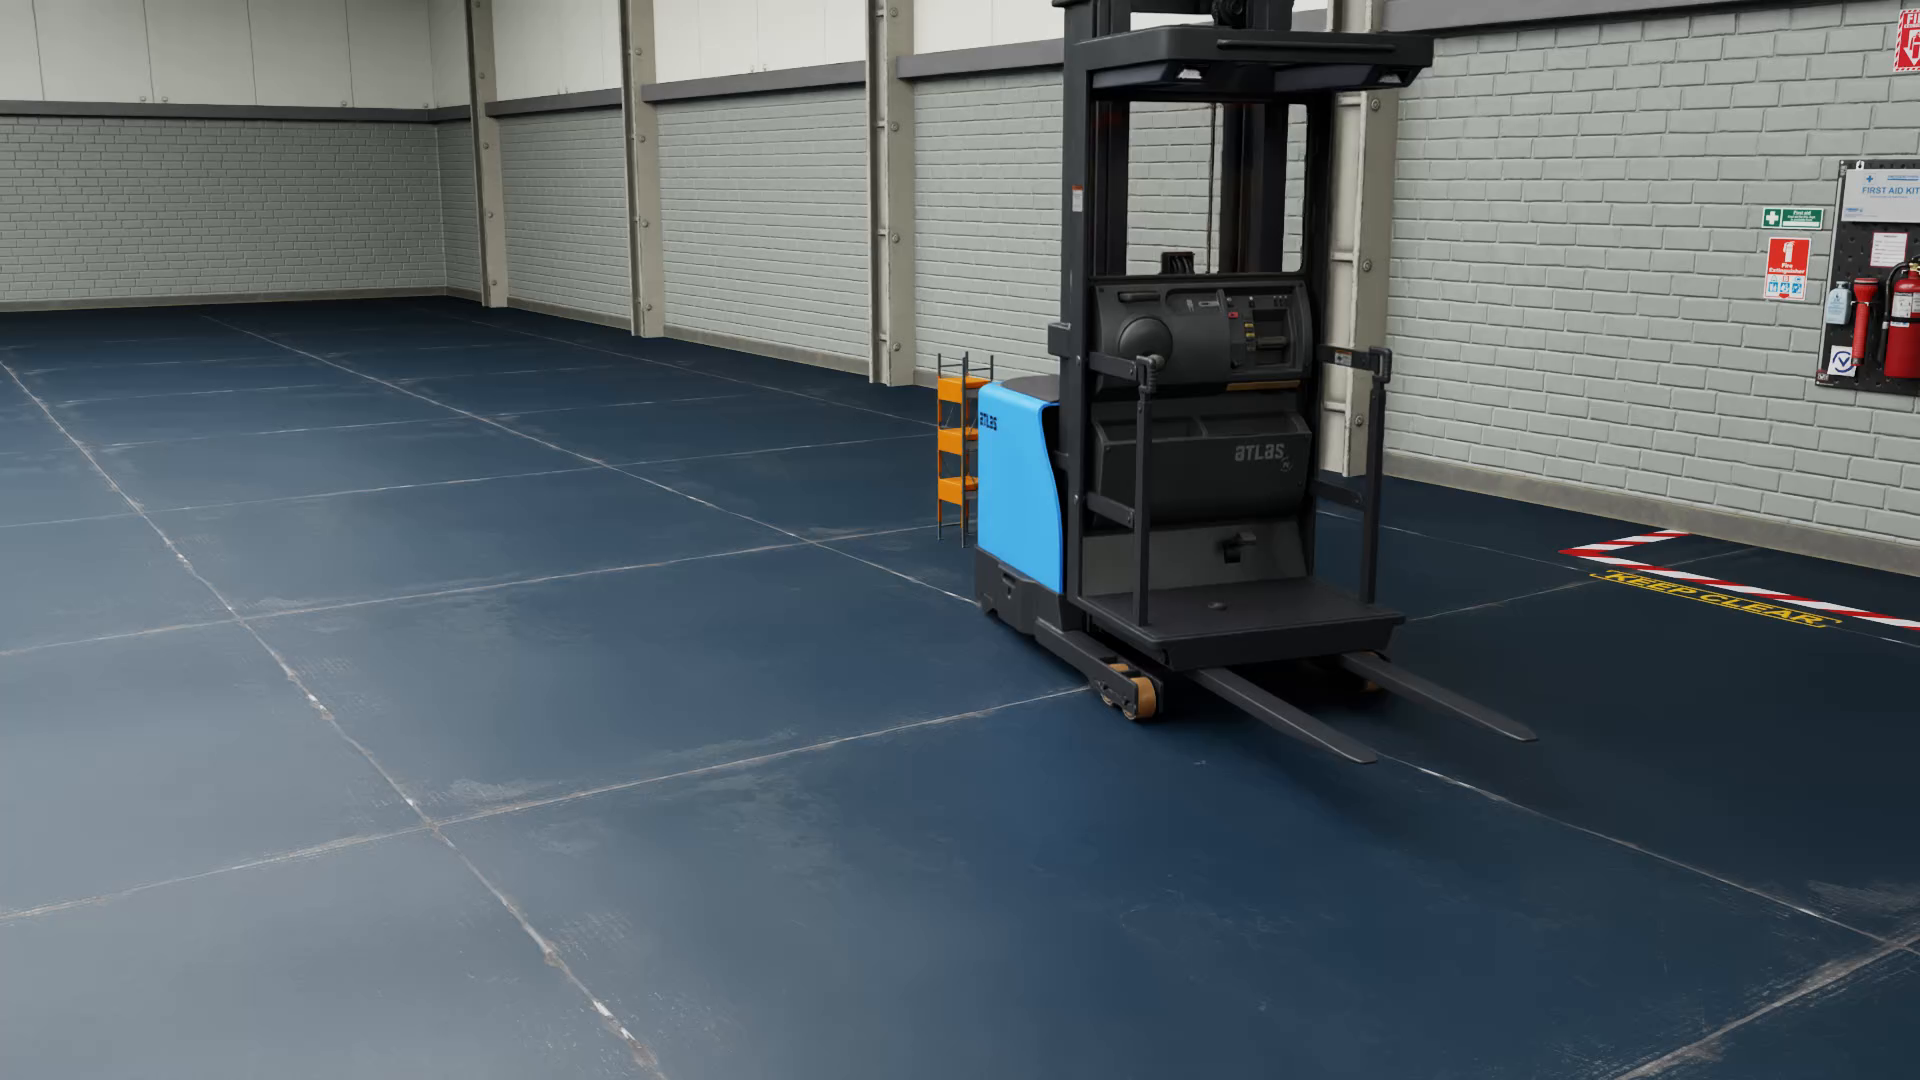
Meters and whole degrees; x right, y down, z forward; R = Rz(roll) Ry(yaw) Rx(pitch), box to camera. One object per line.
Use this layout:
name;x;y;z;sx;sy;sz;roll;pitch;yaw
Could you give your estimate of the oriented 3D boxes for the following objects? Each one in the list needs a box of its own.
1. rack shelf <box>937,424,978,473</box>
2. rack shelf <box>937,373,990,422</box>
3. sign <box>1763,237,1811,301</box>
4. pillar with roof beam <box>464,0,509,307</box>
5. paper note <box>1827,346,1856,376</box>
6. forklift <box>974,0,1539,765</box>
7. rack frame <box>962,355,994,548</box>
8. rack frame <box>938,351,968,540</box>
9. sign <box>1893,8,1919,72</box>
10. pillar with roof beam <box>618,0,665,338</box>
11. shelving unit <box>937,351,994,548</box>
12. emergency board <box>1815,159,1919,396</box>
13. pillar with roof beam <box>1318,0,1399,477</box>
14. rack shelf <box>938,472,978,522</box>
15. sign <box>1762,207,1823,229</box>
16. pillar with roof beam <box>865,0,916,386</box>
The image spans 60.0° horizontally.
rack shelf;0.030;-0.493;9.208;0.215;0.259;0.240;-8;15;-33
rack shelf;0.030;-0.770;9.148;0.215;0.259;0.240;-8;15;-33
sign;4.425;-1.452;8.898;0.001;0.329;0.234;-8;15;-33
pillar with roof beam;-10.898;-7.570;22.914;9.100;9.000;0.400;-8;15;-33
paper note;4.605;-0.934;8.672;0.016;0.148;0.142;-8;15;-33
forklift;1.046;-0.851;6.392;1.130;2.935;3.031;-4;13;-19
rack frame;0.097;-0.482;9.107;0.200;1.050;0.008;-8;15;-33
rack frame;-0.038;-0.525;9.305;0.200;1.050;0.008;-8;15;-33
sign;4.724;-2.470;8.210;0.001;0.298;0.199;-8;15;-33
pillar with roof beam;-7.574;-6.503;18.034;9.100;9.000;0.400;-8;15;-33
shelving unit;0.030;-0.503;9.206;0.215;1.050;0.252;-8;15;-33
emergency board;4.645;-1.324;8.397;0.194;1.169;0.643;-8;15;-33
pillar with roof beam;-0.925;-4.369;8.275;9.100;9.000;0.400;-8;15;-33
rack shelf;0.030;-0.222;9.268;0.215;0.259;0.240;-8;15;-33
sign;4.420;-1.709;8.833;0.001;0.109;0.331;-8;15;-33
pillar with roof beam;-4.250;-5.436;13.154;9.100;9.000;0.400;-8;15;-33
